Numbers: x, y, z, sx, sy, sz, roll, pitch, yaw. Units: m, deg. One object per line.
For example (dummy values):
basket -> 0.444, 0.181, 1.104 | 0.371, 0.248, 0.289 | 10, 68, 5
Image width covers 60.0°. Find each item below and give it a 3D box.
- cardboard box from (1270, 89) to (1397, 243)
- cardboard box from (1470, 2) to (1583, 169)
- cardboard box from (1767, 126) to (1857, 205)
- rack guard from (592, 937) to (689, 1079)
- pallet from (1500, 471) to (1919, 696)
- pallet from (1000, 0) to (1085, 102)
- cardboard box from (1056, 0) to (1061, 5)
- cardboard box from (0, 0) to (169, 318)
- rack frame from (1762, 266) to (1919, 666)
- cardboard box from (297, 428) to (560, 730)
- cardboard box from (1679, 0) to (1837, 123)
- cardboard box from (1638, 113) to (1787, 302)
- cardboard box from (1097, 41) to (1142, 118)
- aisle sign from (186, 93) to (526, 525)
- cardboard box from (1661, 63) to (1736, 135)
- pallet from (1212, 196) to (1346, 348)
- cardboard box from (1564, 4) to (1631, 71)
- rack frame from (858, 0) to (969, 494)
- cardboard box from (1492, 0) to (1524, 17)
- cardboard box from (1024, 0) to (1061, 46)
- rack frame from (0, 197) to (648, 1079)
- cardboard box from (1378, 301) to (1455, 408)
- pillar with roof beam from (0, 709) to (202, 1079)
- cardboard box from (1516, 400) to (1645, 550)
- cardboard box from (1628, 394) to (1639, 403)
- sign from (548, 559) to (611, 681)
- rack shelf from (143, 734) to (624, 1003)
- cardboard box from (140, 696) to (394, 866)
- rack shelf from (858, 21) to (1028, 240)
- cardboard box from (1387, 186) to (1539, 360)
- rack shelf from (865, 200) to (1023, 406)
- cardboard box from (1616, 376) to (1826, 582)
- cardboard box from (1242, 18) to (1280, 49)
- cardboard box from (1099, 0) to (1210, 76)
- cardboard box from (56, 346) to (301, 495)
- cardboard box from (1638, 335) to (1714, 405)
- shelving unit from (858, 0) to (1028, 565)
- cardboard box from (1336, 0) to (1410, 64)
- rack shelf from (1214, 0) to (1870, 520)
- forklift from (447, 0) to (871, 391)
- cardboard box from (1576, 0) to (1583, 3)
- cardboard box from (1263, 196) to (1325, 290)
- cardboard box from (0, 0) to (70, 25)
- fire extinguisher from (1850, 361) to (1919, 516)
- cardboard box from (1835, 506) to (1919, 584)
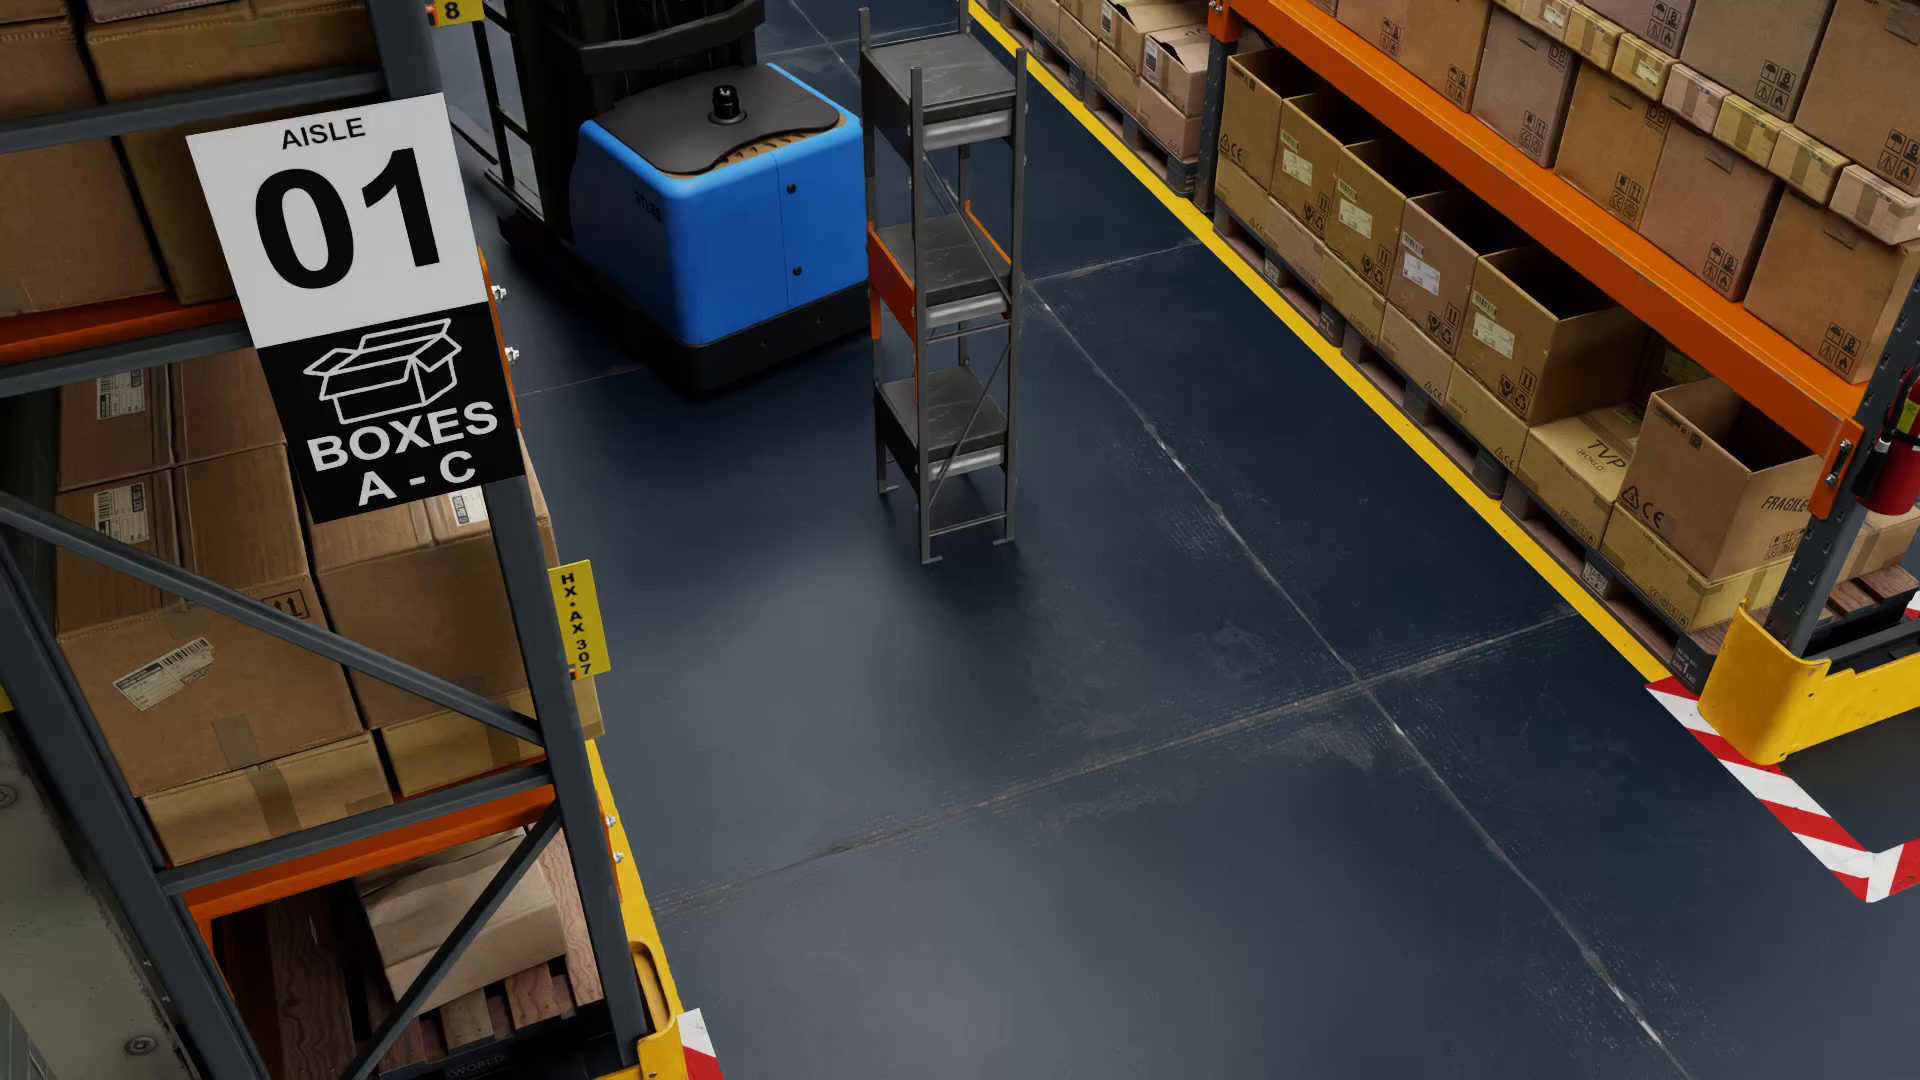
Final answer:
cardboard box -> 1.807, -1.751, 7.698 | 0.500, 0.500, 0.500 | -15, 43, -17
cardboard box -> 2.489, -1.852, 6.526 | 0.700, 0.500, 0.500 | -14, 43, -16
cardboard box -> 2.827, -1.221, 5.295 | 0.380, 0.149, 0.250 | -14, 43, -16
rack guard -> -1.353, 1.543, 4.573 | 1.175, 0.500, 0.348 | -15, 43, -17
pallet -> 2.920, 0.010, 6.577 | 1.003, 0.211, 1.213 | -15, 43, -17
pallet -> 0.932, -3.120, 10.216 | 1.003, 0.211, 1.213 | -15, 43, -17
cardboard box -> 0.718, -3.425, 9.789 | 0.500, 0.311, 0.500 | -16, 43, -17
cardboard box -> -1.718, -0.730, 2.906 | 0.500, 0.500, 0.500 | -12, 42, -14
rack frame -> 3.251, -0.597, 5.144 | 1.000, 3.000, 0.127 | -15, 43, -17
cardboard box -> -1.229, 0.043, 3.924 | 0.500, 0.500, 0.500 | -15, 43, -17
cardboard box -> 2.858, -1.759, 5.423 | 0.700, 0.500, 0.500 | -16, 43, -18
cardboard box -> 2.879, -1.235, 5.809 | 0.700, 0.500, 0.500 | -14, 43, -16
cardboard box -> 1.102, -2.606, 9.267 | 0.500, 0.250, 0.500 | -16, 43, -18
aisle sign -> -1.020, -0.376, 2.893 | 0.394, 0.787, 0.004 | -15, 43, -17
cardboard box -> 2.635, -1.527, 5.651 | 0.380, 0.149, 0.250 | -15, 43, -16
pallet -> 1.986, -1.460, 8.286 | 1.003, 0.211, 1.213 | -15, 43, -17
cardboard box -> 2.432, -1.843, 6.019 | 0.380, 0.149, 0.250 | -14, 43, -16
rack frame -> -0.157, -1.043, 6.352 | 0.400, 2.100, 0.015 | -15, 43, -17
cardboard box -> 2.240, -2.148, 6.374 | 0.380, 0.149, 0.250 | -15, 43, -17
cardboard box -> 0.713, -3.221, 9.982 | 0.500, 0.250, 0.500 | -14, 43, -16
rack frame -> -1.324, 0.641, 3.704 | 1.000, 3.000, 0.127 | -15, 43, -17
cardboard box -> 2.188, -0.864, 7.241 | 0.500, 0.250, 0.500 | -15, 43, -17
pillar with roof beam -> 1.586, -2.914, 3.237 | 9.100, 9.000, 0.400 | -15, 43, -17
cardboard box -> 2.570, -0.262, 6.540 | 0.500, 0.250, 0.500 | -15, 43, -17
cardboard box -> 2.866, -0.694, 7.043 | 0.500, 0.250, 0.500 | -15, 43, -17
sign -> -0.823, 0.177, 3.580 | 0.100, 0.325, 0.005 | -15, 43, -17
rack shelf -> -2.090, -0.291, 5.340 | 1.077, 0.370, 4.000 | -15, 43, -17
cardboard box -> -1.682, 0.457, 4.018 | 0.500, 0.250, 0.500 | -15, 43, -16
rack shelf -> -0.063, -1.416, 5.734 | 0.431, 0.518, 0.480 | -15, 43, -17
cardboard box -> 2.185, -1.147, 6.995 | 0.500, 0.500, 0.500 | -15, 43, -17
rack shelf -> -0.063, -0.886, 6.190 | 0.431, 0.518, 0.480 | -15, 43, -17
cardboard box -> 2.771, -0.247, 5.948 | 0.500, 0.500, 0.500 | -15, 43, -17
cardboard box -> 1.793, -2.647, 8.885 | 0.500, 0.311, 0.500 | -15, 43, -17
cardboard box -> 1.096, -2.820, 9.086 | 0.500, 0.311, 0.500 | -14, 43, -16
cardboard box -> -1.885, -0.131, 4.126 | 0.500, 0.500, 0.500 | -15, 43, -16
cardboard box -> 3.058, -0.678, 6.449 | 0.500, 0.500, 0.500 | -15, 43, -17
shelving unit -> -0.063, -0.896, 6.181 | 0.431, 2.100, 0.503 | -15, 43, -17
cardboard box -> 2.104, -2.463, 7.237 | 0.700, 0.500, 0.500 | -16, 43, -17
rack shelf -> 2.486, -1.529, 6.780 | 1.077, 0.370, 4.000 | -15, 43, -17
forklift -> -1.688, -2.680, 7.618 | 1.130, 2.935, 3.031 | -27, 47, -28
cardboard box -> 2.472, -2.364, 6.127 | 0.700, 0.500, 0.500 | -15, 43, -17
cardboard box -> 1.804, -1.466, 7.941 | 0.500, 0.250, 0.500 | -15, 43, -17
cardboard box -> -1.731, -1.116, 2.587 | 0.500, 0.500, 0.500 | -13, 42, -15
fire extinguisher -> 2.867, -0.381, 4.952 | 0.296, 0.674, 0.183 | -15, 43, -17
cardboard box -> 3.251, -0.093, 6.344 | 0.500, 0.250, 0.500 | -15, 43, -17
